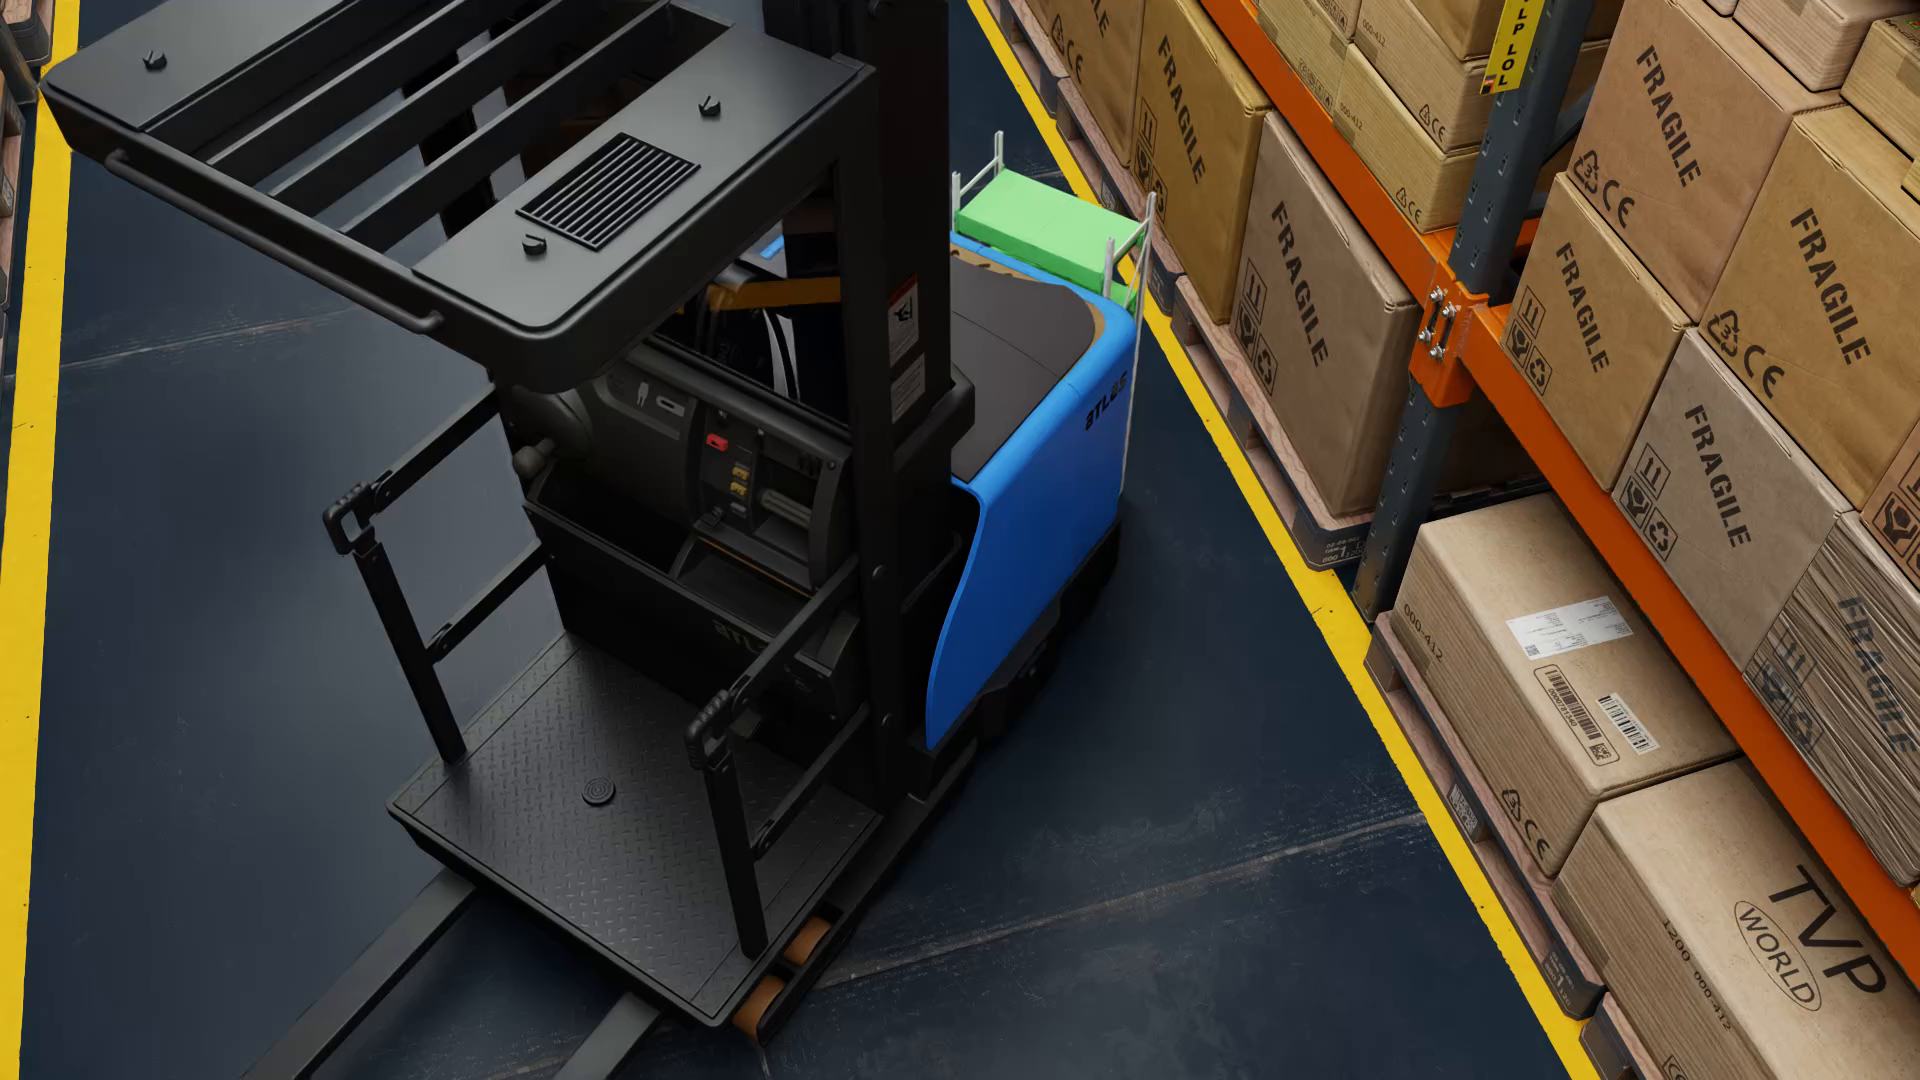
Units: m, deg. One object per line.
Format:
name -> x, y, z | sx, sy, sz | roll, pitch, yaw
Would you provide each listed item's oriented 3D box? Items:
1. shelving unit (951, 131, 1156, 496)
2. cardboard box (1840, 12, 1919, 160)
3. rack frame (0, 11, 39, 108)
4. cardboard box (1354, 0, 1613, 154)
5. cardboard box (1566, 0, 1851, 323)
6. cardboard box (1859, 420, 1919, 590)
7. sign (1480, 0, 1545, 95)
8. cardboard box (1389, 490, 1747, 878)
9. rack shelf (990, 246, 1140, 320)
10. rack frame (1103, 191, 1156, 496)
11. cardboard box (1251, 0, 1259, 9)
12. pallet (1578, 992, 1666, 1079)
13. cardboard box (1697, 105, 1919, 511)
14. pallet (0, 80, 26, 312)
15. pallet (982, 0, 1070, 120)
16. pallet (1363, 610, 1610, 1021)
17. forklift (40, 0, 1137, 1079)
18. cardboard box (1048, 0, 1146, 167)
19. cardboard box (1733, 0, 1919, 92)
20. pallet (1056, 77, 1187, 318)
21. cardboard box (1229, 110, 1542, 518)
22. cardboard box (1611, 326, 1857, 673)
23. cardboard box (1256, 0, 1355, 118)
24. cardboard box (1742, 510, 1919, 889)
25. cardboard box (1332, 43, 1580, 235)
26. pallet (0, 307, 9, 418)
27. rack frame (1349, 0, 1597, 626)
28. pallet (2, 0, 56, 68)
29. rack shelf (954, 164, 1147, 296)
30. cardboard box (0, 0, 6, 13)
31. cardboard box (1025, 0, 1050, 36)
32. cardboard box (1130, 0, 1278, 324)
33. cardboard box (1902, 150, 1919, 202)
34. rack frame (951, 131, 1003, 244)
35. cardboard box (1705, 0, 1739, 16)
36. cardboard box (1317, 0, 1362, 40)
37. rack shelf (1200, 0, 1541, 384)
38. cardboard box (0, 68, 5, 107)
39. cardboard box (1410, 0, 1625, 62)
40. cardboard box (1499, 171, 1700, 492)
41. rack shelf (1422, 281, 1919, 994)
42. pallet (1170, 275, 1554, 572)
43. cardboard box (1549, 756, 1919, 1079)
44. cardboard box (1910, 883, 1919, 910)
shelving unit -> 0.252, -0.575, 4.950 | 0.503, 1.200, 0.258 | 27, 55, 21
cardboard box -> 1.744, -0.778, 2.801 | 0.380, 0.149, 0.250 | -14, 51, -11
rack frame -> -4.231, -2.661, 5.531 | 1.000, 3.000, 0.127 | -13, 51, -11
cardboard box -> 1.329, -1.244, 4.108 | 0.500, 0.250, 0.500 | -13, 51, -11
cardboard box -> 1.601, -0.817, 3.257 | 0.500, 0.500, 0.500 | -13, 51, -11
cardboard box -> 1.886, -0.070, 2.627 | 0.500, 0.500, 0.500 | -12, 51, -10
sign -> 1.177, -1.083, 3.495 | 0.100, 0.325, 0.005 | -13, 51, -11
cardboard box -> 1.775, 0.309, 4.429 | 0.875, 0.438, 0.875 | -14, 51, -12
rack shelf -> 0.252, -0.688, 4.815 | 0.480, 0.148, 0.258 | 27, 55, 21
rack frame -> 0.455, -0.472, 4.863 | 0.015, 1.200, 0.240 | 27, 55, 21
cardboard box -> 1.038, -1.832, 4.931 | 0.500, 0.250, 0.500 | -15, 51, -12
pallet -> 2.207, 1.500, 3.848 | 1.003, 0.211, 1.213 | -13, 51, -11
cardboard box -> 1.745, -0.446, 2.945 | 0.500, 0.500, 0.500 | -14, 51, -11
pallet -> -4.047, -1.208, 6.131 | 1.003, 0.211, 1.213 | -13, 51, -11
pallet -> 0.670, -2.294, 7.046 | 1.003, 0.211, 1.213 | -13, 51, -11
pallet -> 1.842, 0.607, 4.600 | 1.003, 0.211, 1.213 | -13, 51, -11
forklift -> -0.752, -0.116, 3.431 | 1.130, 2.935, 3.031 | 27, 55, 21
cardboard box -> 0.894, -2.061, 6.141 | 0.875, 0.875, 0.875 | -13, 51, -11
cardboard box -> 1.629, -0.955, 2.950 | 0.380, 0.149, 0.250 | -13, 51, -10
pallet -> 1.027, -1.405, 6.296 | 1.003, 0.211, 1.213 | -13, 51, -11
cardboard box -> 1.432, -0.750, 5.035 | 0.875, 0.875, 0.875 | -12, 51, -10
cardboard box -> 1.726, -0.127, 3.329 | 0.500, 0.500, 0.500 | -13, 51, -11
cardboard box -> 1.169, -1.459, 4.616 | 0.500, 0.250, 0.500 | -14, 51, -11
cardboard box -> 1.866, 0.238, 3.022 | 0.500, 0.500, 0.500 | -13, 51, -11
cardboard box -> 1.319, -1.087, 4.303 | 0.500, 0.250, 0.500 | -14, 51, -12
pallet -> -3.690, -0.319, 5.381 | 1.003, 0.211, 1.213 | -13, 51, -11
rack frame -> 1.692, -0.865, 4.017 | 1.000, 3.000, 0.127 | -13, 51, -11
pallet -> -4.438, -2.372, 7.112 | 1.003, 0.211, 1.213 | -13, 51, -11
rack shelf -> 0.252, -0.843, 4.632 | 0.480, 0.148, 0.258 | 27, 55, 21
cardboard box -> -4.403, -2.490, 6.665 | 0.875, 0.625, 0.625 | -12, 51, -10
cardboard box -> 0.634, -2.713, 6.691 | 0.875, 0.875, 0.875 | -14, 51, -11
cardboard box -> 1.158, -1.408, 5.590 | 0.875, 0.875, 0.875 | -12, 51, -10
cardboard box -> 1.759, -0.583, 2.636 | 0.380, 0.149, 0.250 | -14, 51, -11
rack frame -> 0.049, -0.678, 5.037 | 0.015, 1.200, 0.240 | 27, 55, 21
cardboard box -> 1.537, -1.139, 3.105 | 0.380, 0.149, 0.250 | -14, 51, -12
cardboard box -> 1.174, -1.608, 4.415 | 0.500, 0.250, 0.500 | -12, 51, -10
rack shelf -> 1.101, -2.094, 5.524 | 1.077, 0.370, 4.000 | -13, 51, -11
cardboard box -> -3.901, -1.731, 6.107 | 0.500, 0.500, 0.500 | -12, 51, -10
cardboard box -> 1.320, -1.489, 3.824 | 0.500, 0.500, 0.500 | -12, 51, -10
cardboard box -> 1.581, -0.495, 3.640 | 0.500, 0.500, 0.500 | -12, 51, -10
rack shelf -> 2.283, 0.828, 3.061 | 1.077, 0.370, 4.000 | -13, 51, -11
pallet -> 1.392, -0.512, 5.544 | 1.003, 0.211, 1.213 | -13, 51, -11
cardboard box -> 2.040, 0.962, 3.878 | 0.875, 0.438, 0.875 | -15, 51, -12
cardboard box -> 2.019, 0.614, 2.705 | 0.500, 0.500, 0.500 | -12, 51, -10
